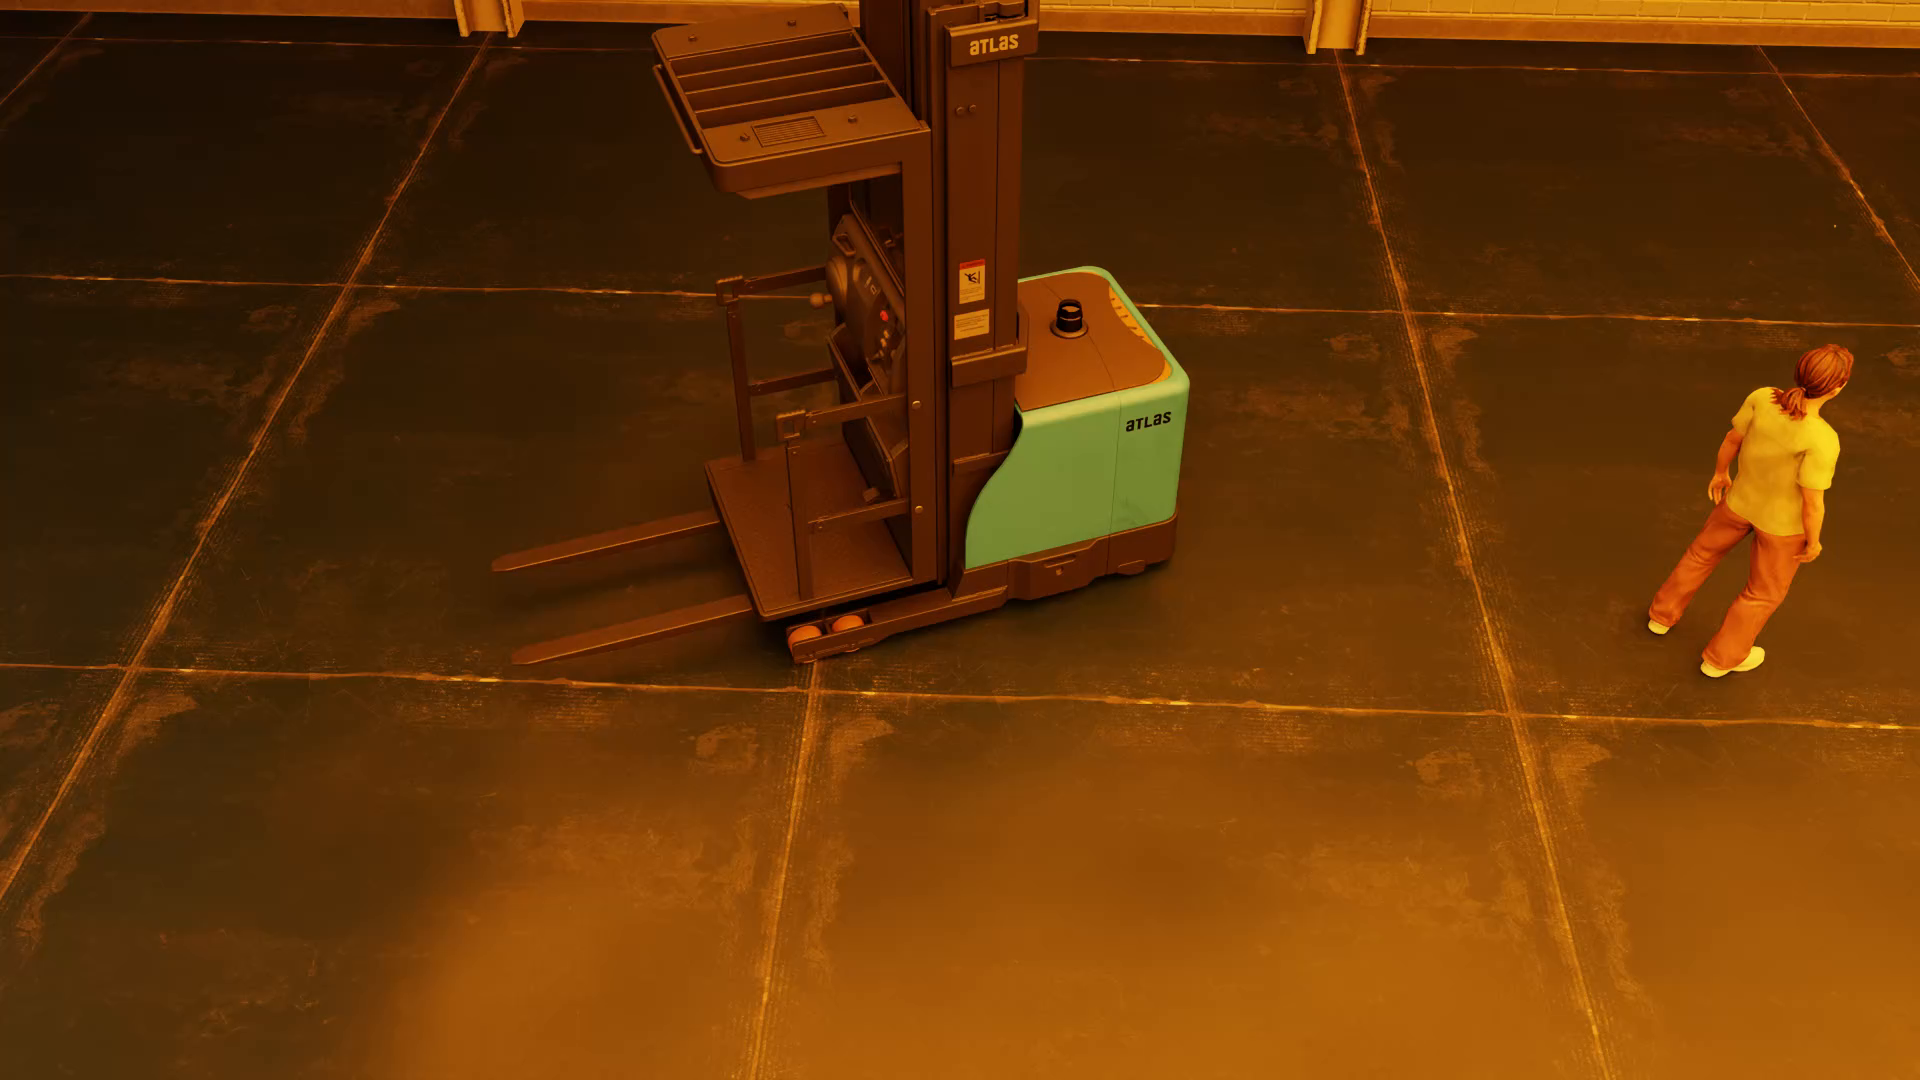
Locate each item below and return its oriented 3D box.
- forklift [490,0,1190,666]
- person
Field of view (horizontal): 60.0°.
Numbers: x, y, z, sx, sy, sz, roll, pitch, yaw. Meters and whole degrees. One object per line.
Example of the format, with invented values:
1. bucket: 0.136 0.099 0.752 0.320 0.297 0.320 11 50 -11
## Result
1. forklift: -0.573 -0.945 6.778 3.031 2.935 1.130 -13 44 -14
2. person: 3.273 -0.133 6.820 0.402 1.675 0.596 -23 47 -23
